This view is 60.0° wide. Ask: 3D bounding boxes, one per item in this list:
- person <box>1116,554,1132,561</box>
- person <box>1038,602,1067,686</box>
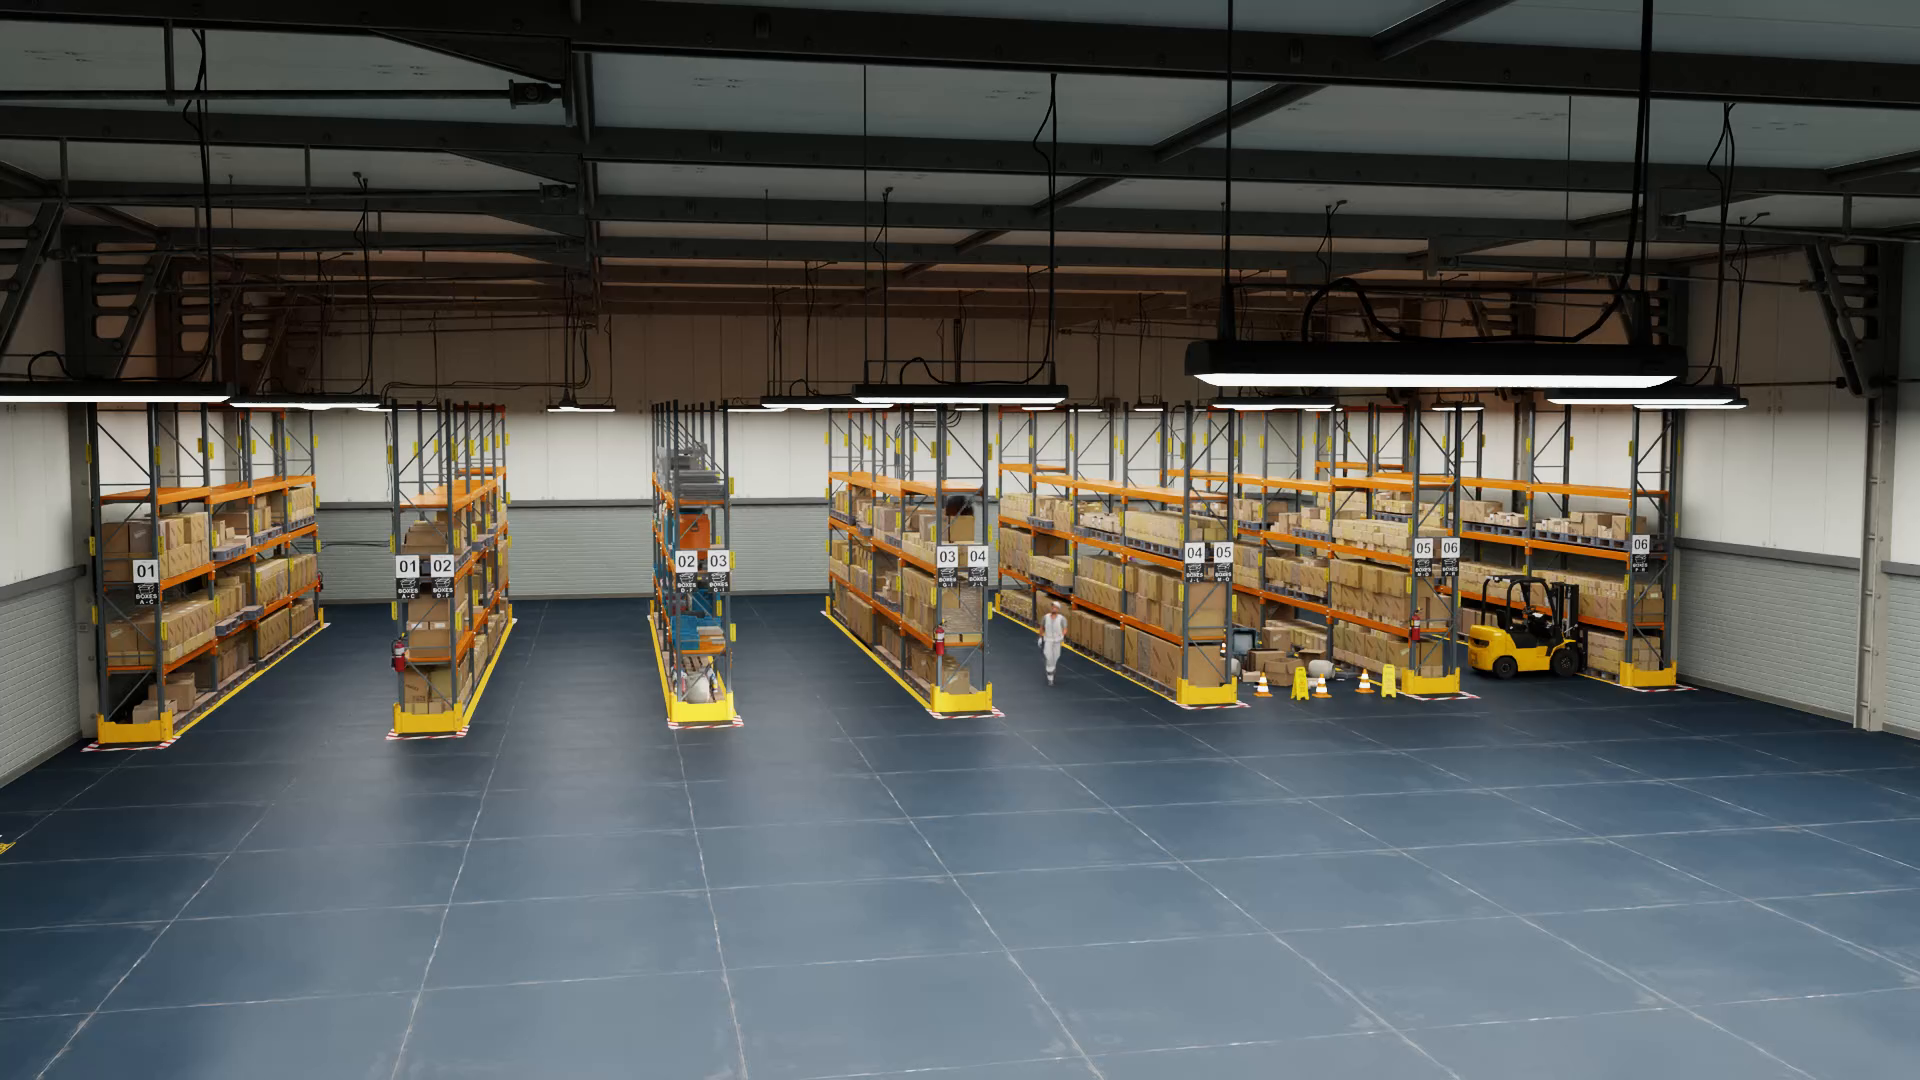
[{"bbox_3d":[4.988,1.018,50.891,0.591,1.722,1.058,0,4,4],"label":"person"},{"bbox_3d":[1.999,2.221,35.486,0.567,1.801,0.886,-1,4,-9],"label":"person"}]
